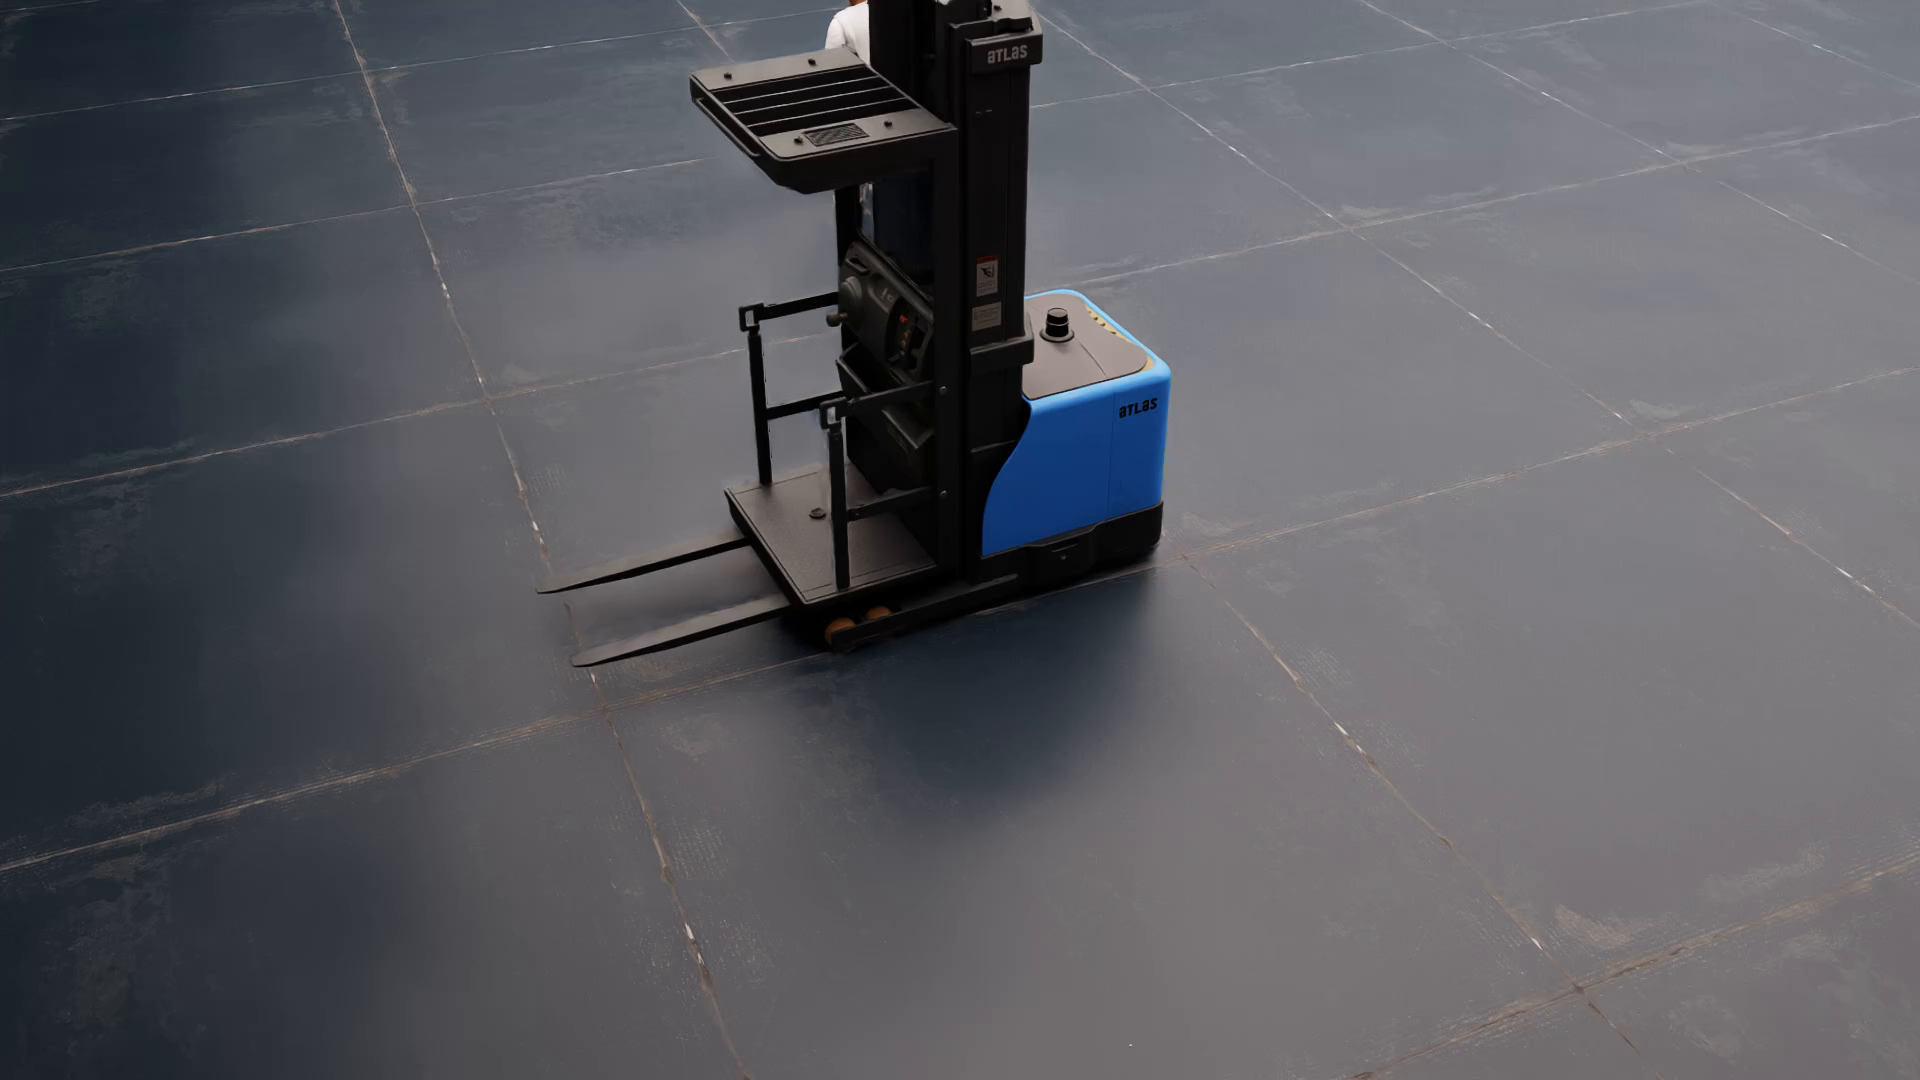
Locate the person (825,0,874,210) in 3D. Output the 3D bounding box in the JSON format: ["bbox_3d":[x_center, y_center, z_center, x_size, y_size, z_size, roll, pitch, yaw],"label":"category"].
[{"bbox_3d":[-0.691,-3.137,11.518,0.662,1.776,0.517,-18,39,-24],"label":"person"}]

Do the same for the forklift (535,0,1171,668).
[{"bbox_3d":[-0.526,-1.010,7.518,3.031,2.935,1.130,-16,38,-21],"label":"forklift"}]
